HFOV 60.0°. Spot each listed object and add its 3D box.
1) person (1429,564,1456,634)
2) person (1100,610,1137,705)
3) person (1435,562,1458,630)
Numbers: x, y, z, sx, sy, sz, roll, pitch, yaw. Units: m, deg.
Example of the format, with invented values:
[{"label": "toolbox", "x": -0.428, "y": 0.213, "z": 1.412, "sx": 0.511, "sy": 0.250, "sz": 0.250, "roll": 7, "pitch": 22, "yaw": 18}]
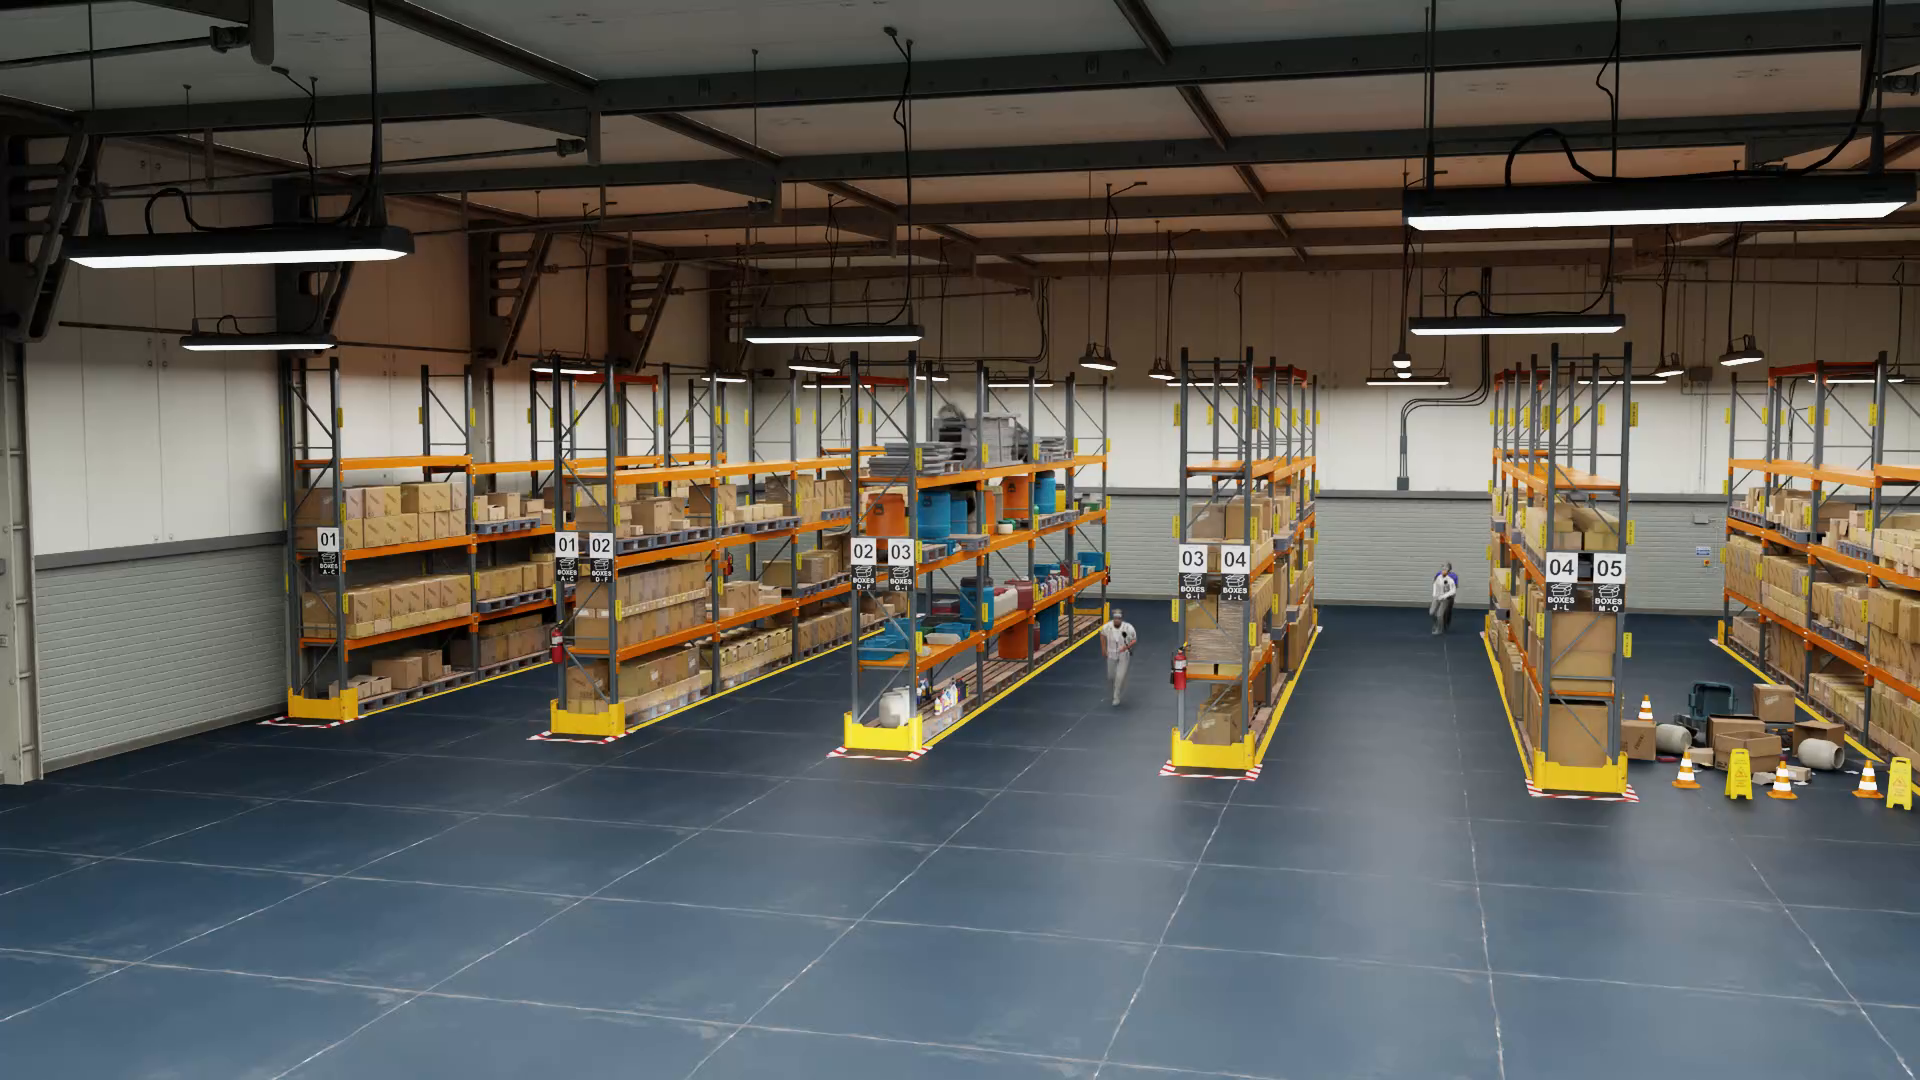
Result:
[{"label": "person", "x": 11.128, "y": 1.375, "z": 38.354, "sx": 0.645, "sy": 1.649, "sz": 0.509, "roll": 4, "pitch": 6, "yaw": 44}, {"label": "person", "x": 2.775, "y": 2.039, "z": 29.130, "sx": 0.655, "sy": 1.701, "sz": 0.762, "roll": 1, "pitch": 4, "yaw": 9}, {"label": "person", "x": 11.418, "y": 1.344, "z": 39.096, "sx": 0.607, "sy": 1.529, "sz": 0.776, "roll": 2, "pitch": 5, "yaw": 30}]
